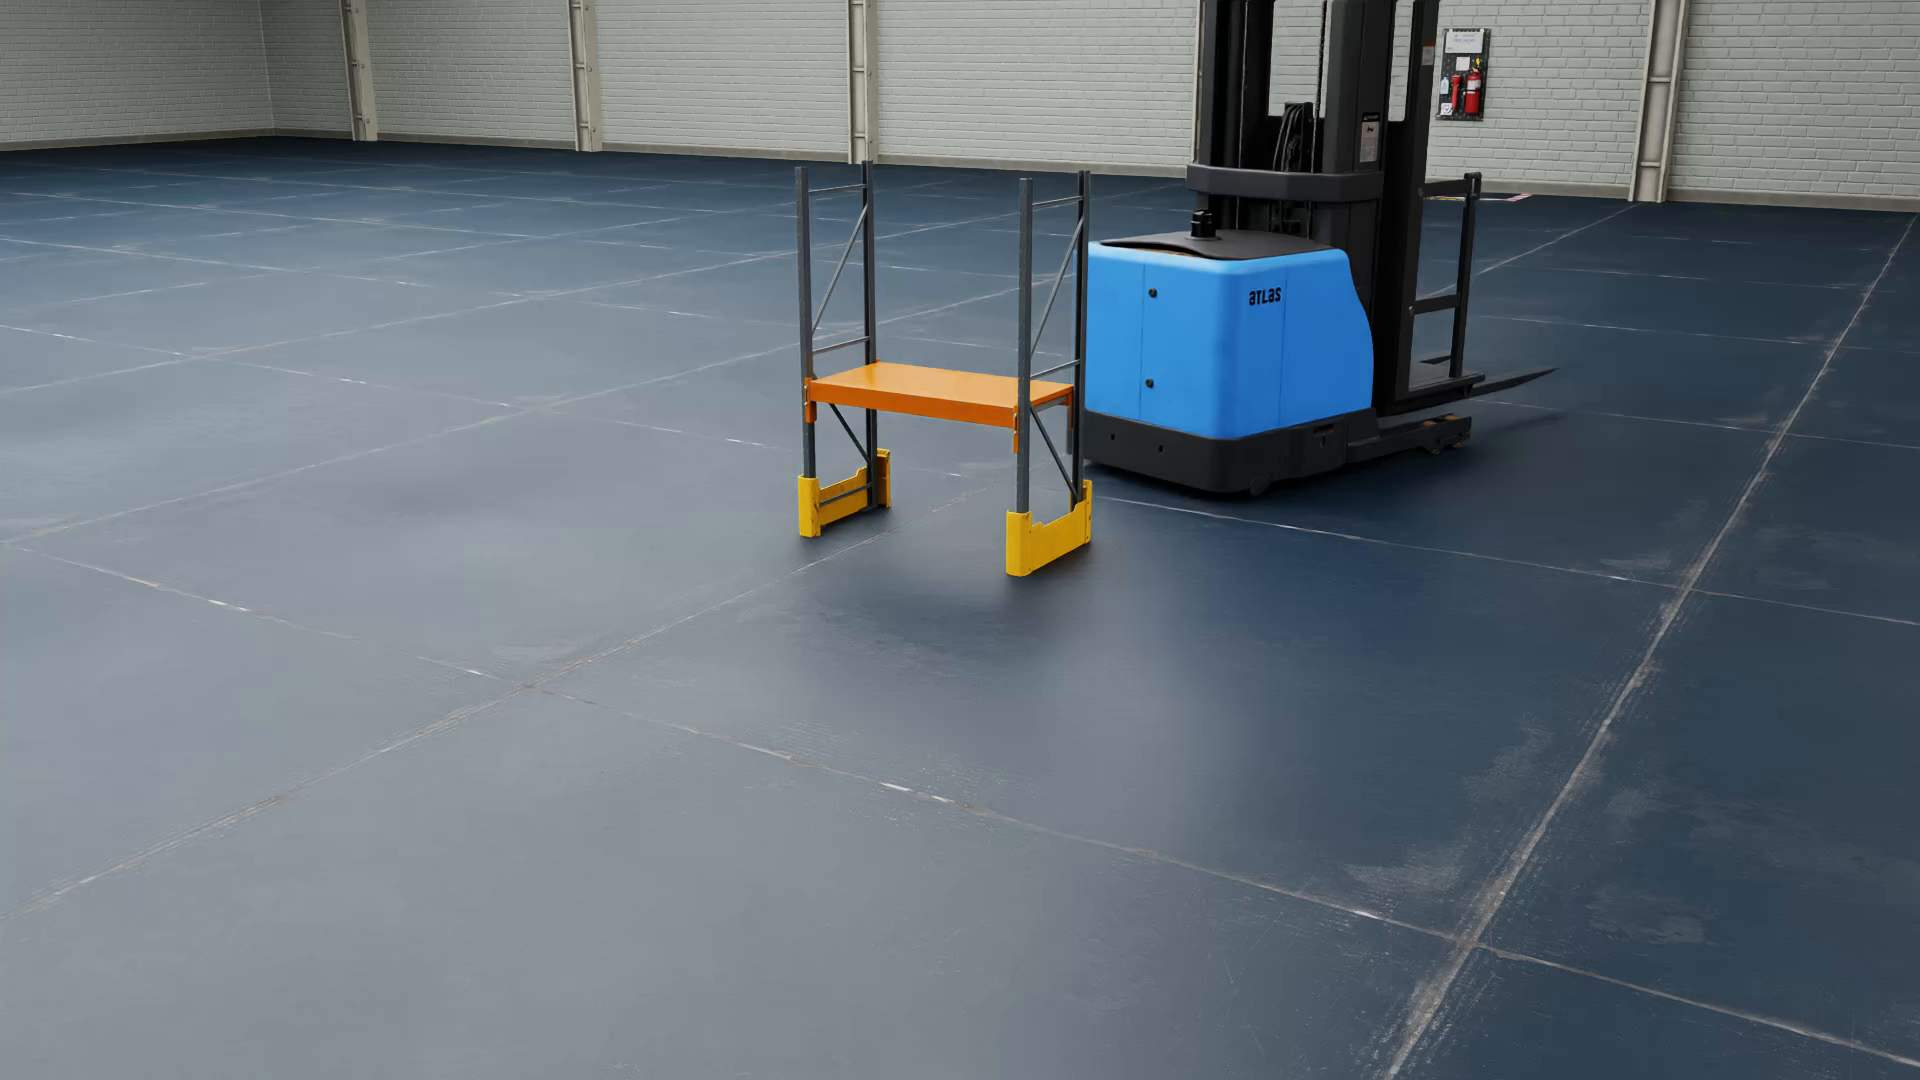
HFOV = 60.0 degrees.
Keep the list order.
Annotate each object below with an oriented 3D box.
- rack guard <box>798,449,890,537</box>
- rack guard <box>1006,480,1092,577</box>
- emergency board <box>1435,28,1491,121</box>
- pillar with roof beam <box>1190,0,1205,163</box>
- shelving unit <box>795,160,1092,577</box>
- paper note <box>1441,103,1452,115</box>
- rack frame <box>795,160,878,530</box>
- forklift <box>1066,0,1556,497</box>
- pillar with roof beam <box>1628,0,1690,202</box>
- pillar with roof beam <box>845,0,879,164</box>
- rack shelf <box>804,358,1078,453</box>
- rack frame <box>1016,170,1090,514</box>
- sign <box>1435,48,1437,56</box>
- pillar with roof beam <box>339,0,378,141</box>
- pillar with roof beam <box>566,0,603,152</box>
[{"bbox_3d":[-0.489,-0.207,7.132,0.087,0.250,0.587,10,20,30],"label":"rack guard"},{"bbox_3d":[0.359,-0.055,6.634,0.087,0.250,0.587,10,20,30],"label":"rack guard"},{"bbox_3d":[6.576,-6.101,21.804,0.643,1.169,0.194,10,20,30],"label":"emergency board"},{"bbox_3d":[1.297,-8.432,19.158,0.400,9.000,9.100,10,20,30],"label":"pillar with roof beam"},{"bbox_3d":[-0.065,-0.729,6.701,1.083,1.500,0.587,10,20,30],"label":"shelving unit"},{"bbox_3d":[6.462,-5.723,22.077,0.142,0.148,0.016,10,20,30],"label":"paper note"},{"bbox_3d":[-0.506,-0.808,6.961,0.032,1.500,0.500,10,20,30],"label":"rack frame"},{"bbox_3d":[1.957,-1.931,8.197,3.031,2.935,1.130,-14,22,-39],"label":"forklift"},{"bbox_3d":[6.409,-7.520,16.153,0.400,9.000,9.100,10,20,30],"label":"pillar with roof beam"},{"bbox_3d":[-3.816,-9.345,22.162,0.400,9.000,9.100,10,20,30],"label":"pillar with roof beam"},{"bbox_3d":[-0.073,-0.558,6.758,1.000,0.185,0.538,10,20,30],"label":"rack shelf"},{"bbox_3d":[0.360,-0.653,6.451,0.032,1.500,0.500,10,20,30],"label":"rack frame"},{"bbox_3d":[6.158,-6.478,22.073,0.331,0.109,0.001,10,20,30],"label":"sign"},{"bbox_3d":[-14.042,-11.170,28.171,0.400,9.000,9.100,10,20,30],"label":"pillar with roof beam"},{"bbox_3d":[-8.929,-10.257,25.167,0.400,9.000,9.100,10,20,30],"label":"pillar with roof beam"}]
